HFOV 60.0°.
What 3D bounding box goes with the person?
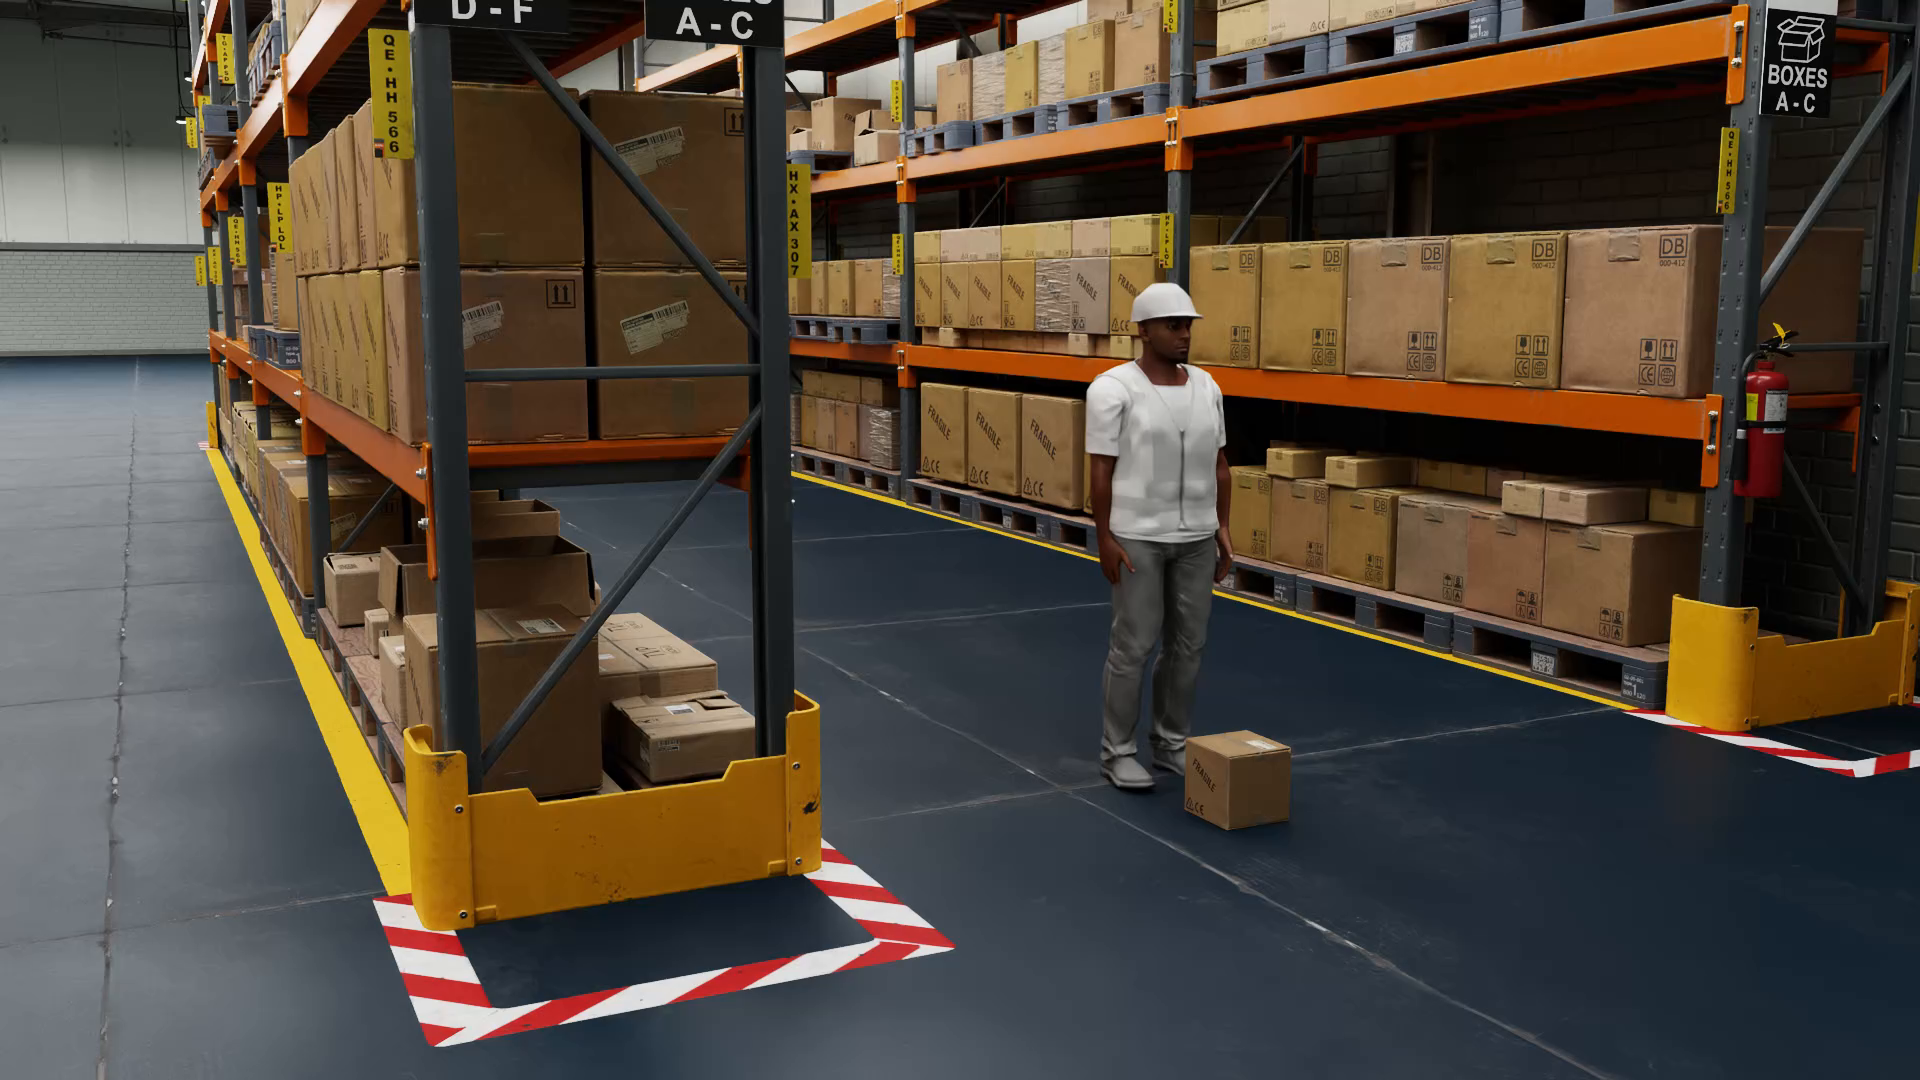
[{"bbox_3d":[0.717,-0.009,5.880,0.563,1.777,0.354,-4,9,-24],"label":"person"}]
